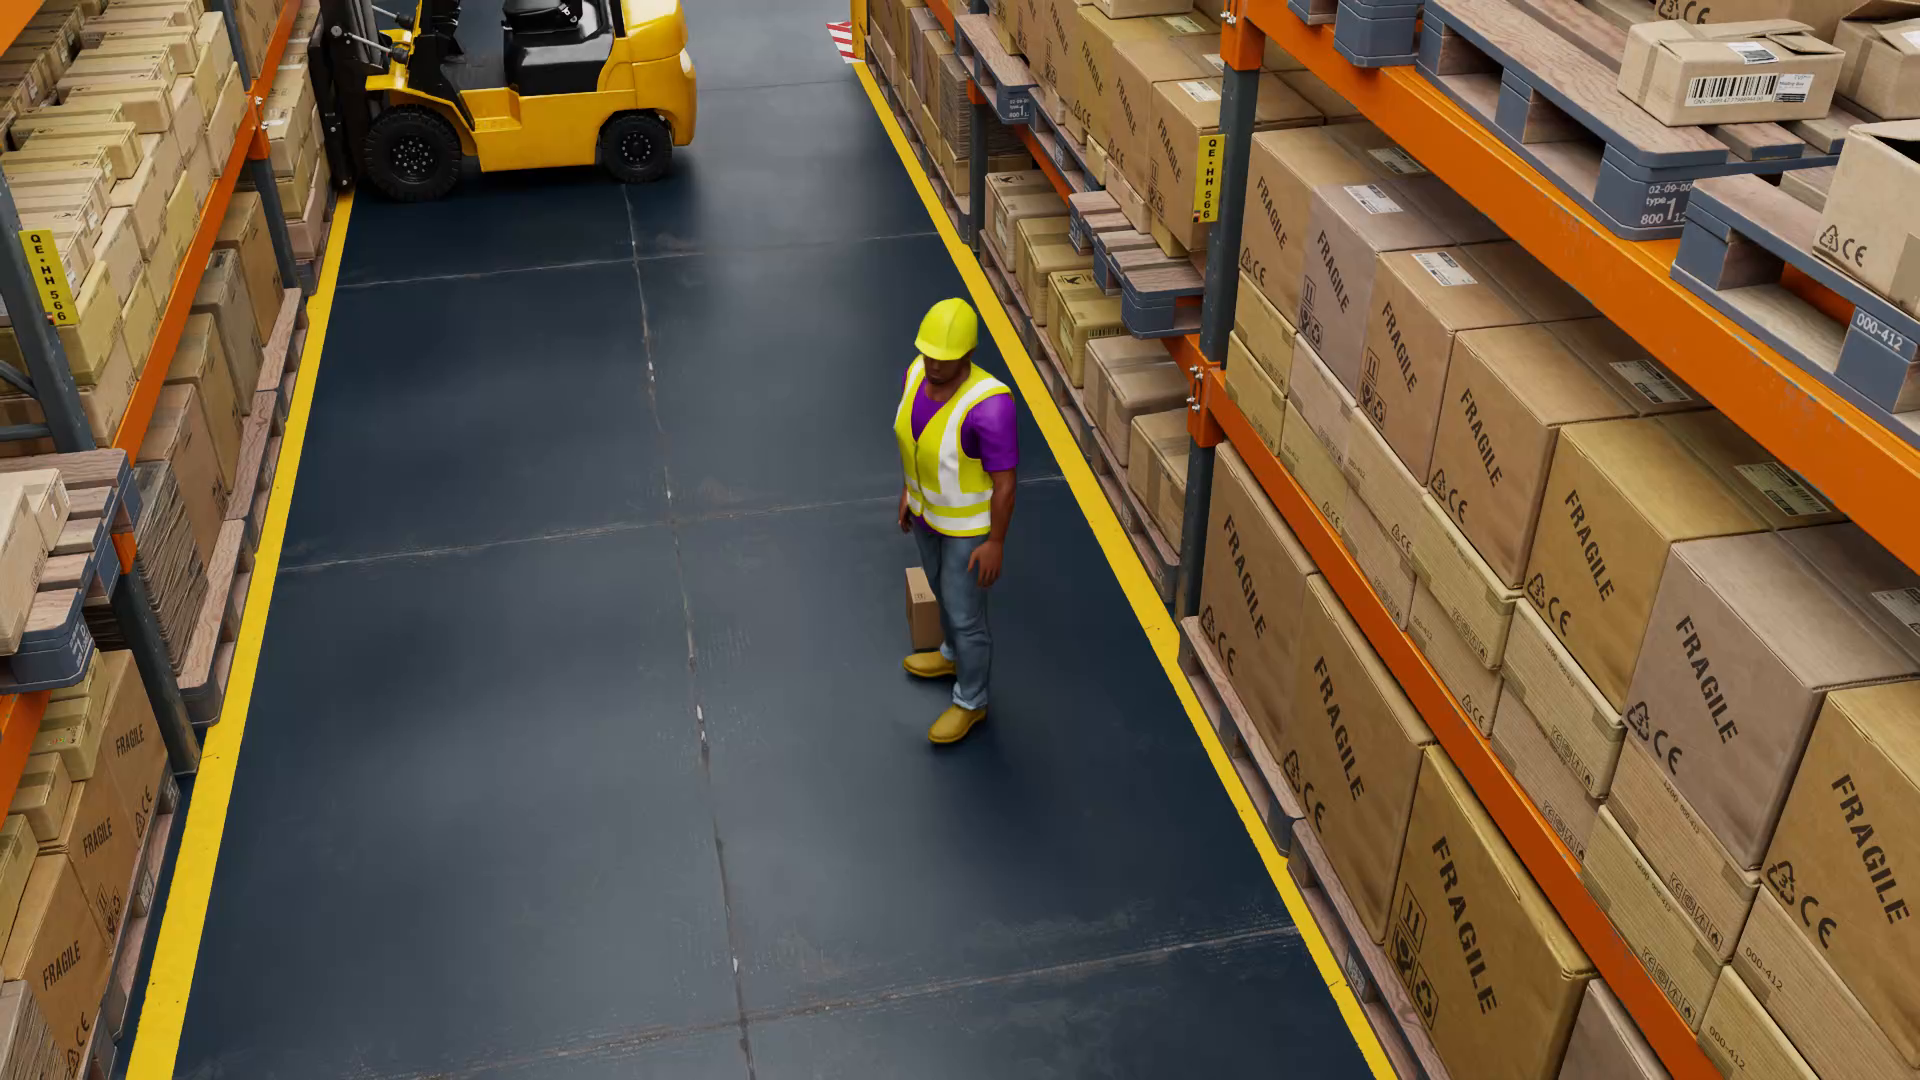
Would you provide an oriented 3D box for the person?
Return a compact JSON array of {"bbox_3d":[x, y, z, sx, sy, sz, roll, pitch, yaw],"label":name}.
[{"bbox_3d":[-0.044,-0.089,6.204,0.448,1.767,0.610,-21,40,-28],"label":"person"}]
